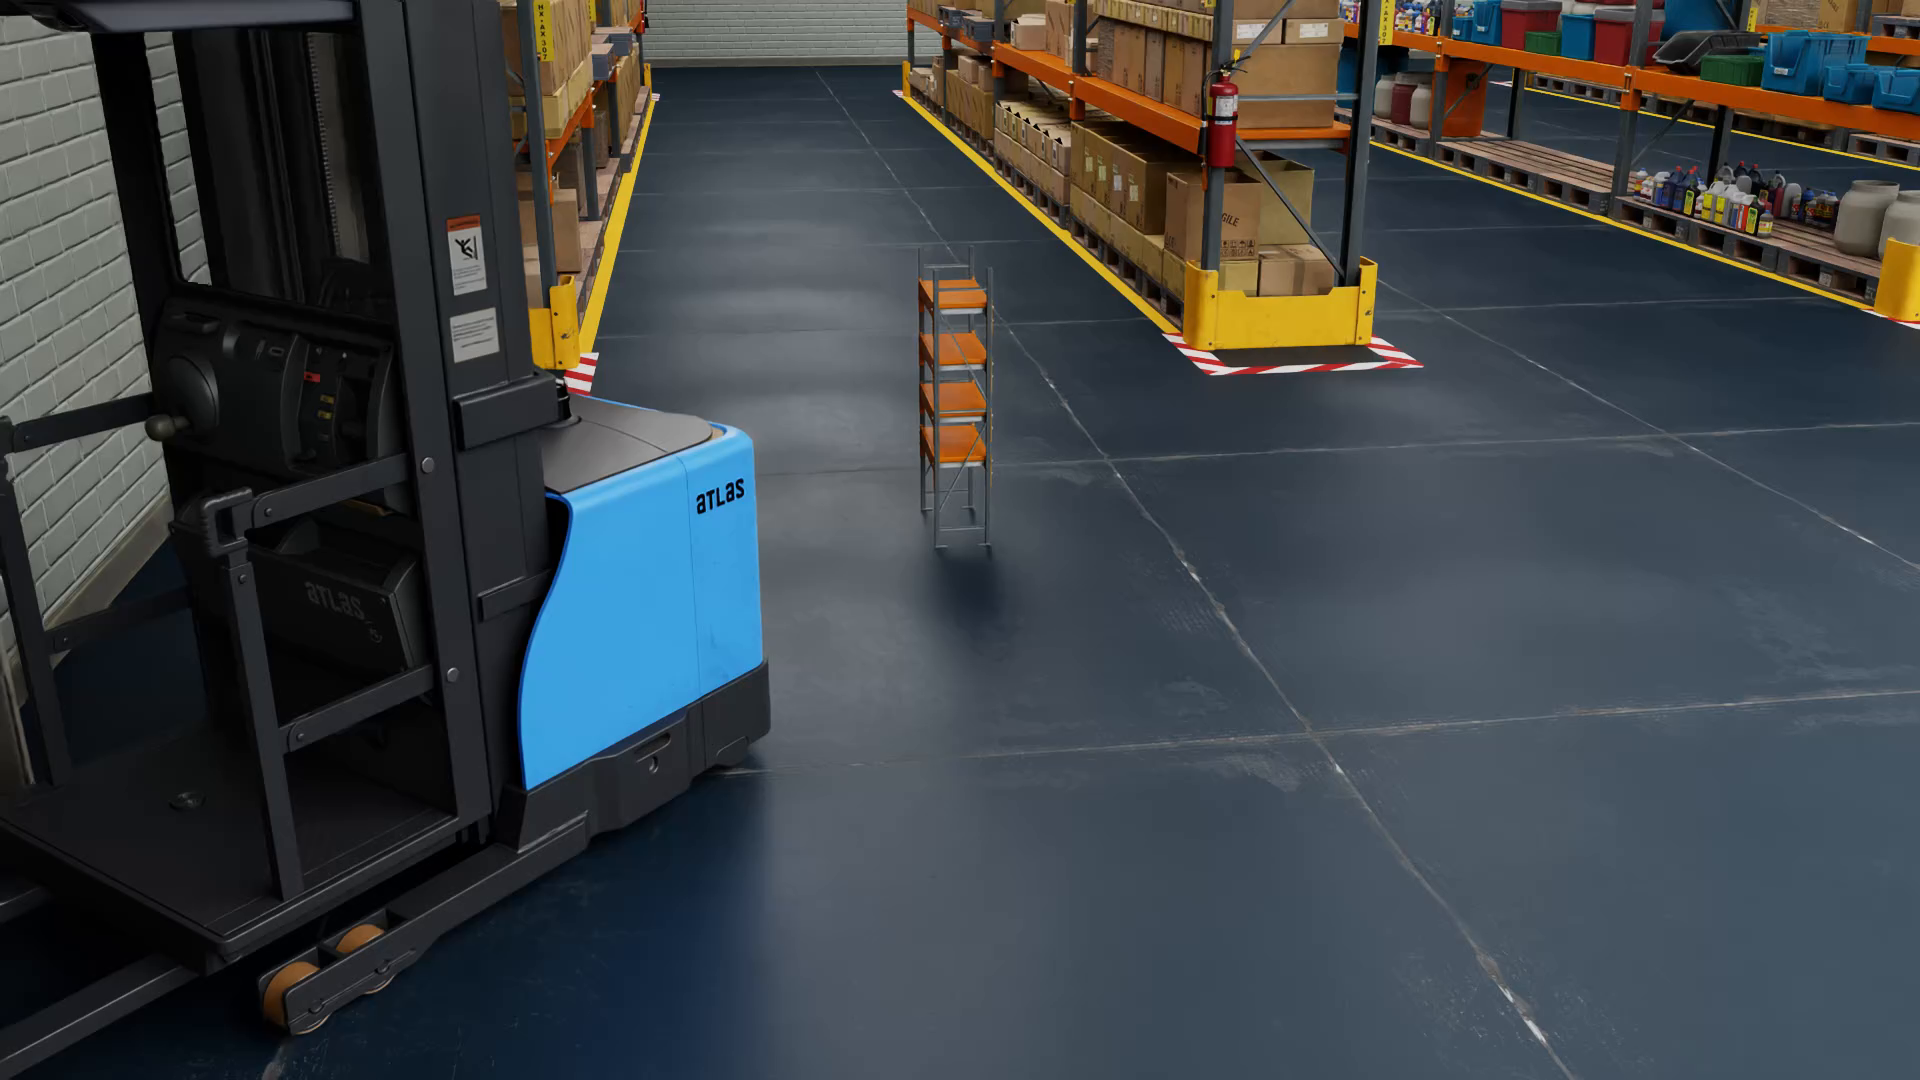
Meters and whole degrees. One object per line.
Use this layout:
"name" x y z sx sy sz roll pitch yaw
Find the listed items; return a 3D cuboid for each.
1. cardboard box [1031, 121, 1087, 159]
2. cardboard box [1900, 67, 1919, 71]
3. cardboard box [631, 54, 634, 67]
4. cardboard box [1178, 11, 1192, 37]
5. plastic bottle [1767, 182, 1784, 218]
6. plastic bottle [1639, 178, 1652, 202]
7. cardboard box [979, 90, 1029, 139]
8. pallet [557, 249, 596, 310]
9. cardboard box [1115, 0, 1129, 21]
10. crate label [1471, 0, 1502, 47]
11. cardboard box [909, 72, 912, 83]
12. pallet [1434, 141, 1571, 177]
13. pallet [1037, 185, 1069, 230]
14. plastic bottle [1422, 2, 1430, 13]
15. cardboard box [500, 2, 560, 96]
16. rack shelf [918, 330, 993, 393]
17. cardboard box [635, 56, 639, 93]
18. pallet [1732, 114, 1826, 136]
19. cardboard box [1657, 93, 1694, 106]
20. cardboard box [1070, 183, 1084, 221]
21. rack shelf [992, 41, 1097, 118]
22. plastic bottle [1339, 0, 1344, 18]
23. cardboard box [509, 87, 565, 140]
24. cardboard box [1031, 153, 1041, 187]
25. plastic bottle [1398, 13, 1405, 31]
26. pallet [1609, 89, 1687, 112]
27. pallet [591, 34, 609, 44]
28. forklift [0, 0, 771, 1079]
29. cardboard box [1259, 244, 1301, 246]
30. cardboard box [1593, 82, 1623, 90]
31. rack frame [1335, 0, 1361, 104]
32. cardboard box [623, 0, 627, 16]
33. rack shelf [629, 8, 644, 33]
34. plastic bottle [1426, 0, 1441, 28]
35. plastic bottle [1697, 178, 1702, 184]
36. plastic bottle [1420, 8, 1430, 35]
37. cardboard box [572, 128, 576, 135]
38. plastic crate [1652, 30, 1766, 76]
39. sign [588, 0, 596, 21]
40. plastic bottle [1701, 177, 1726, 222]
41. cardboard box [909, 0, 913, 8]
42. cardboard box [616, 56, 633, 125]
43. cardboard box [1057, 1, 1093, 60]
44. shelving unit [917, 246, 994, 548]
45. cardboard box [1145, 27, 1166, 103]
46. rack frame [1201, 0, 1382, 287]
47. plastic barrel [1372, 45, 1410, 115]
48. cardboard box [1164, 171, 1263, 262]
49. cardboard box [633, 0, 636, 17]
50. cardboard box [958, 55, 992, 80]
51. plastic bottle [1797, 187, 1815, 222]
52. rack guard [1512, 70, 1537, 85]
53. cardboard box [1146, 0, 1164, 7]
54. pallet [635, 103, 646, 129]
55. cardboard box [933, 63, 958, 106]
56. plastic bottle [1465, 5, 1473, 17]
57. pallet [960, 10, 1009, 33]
"cardboard box" 0.948 -3.719 15.415 0.500 0.311 0.500 -3 21 -8
"cardboard box" 10.794 -5.109 18.479 0.500 0.250 0.500 -2 21 -6
"cardboard box" -4.489 -6.310 21.868 0.380 0.149 0.250 -2 21 -6
"cardboard box" 1.663 -3.424 11.027 0.380 0.149 0.250 -3 21 -7
"plastic bottle" 6.709 -2.803 13.687 0.061 0.283 0.133 -3 21 -8
"plastic bottle" 5.969 -3.046 14.454 0.097 0.201 0.097 0 20 0
"cardboard box" 0.497 -4.802 18.729 0.500 0.500 0.500 -2 21 -6
"pallet" -3.150 -1.858 11.889 1.003 0.211 1.213 -3 21 -8
"cardboard box" 1.402 -4.051 12.704 0.380 0.149 0.250 -3 21 -8
"crate label" 5.642 -5.362 17.235 0.502 0.435 0.616 -3 21 -8
"cardboard box" -0.569 -6.933 24.936 0.380 0.149 0.250 -3 21 -8
"pallet" 5.839 -4.126 17.963 1.003 0.211 1.213 -3 21 -8
"pallet" 1.296 -3.016 14.990 1.003 0.211 1.213 -3 21 -8
"plastic bottle" 5.744 -6.482 20.460 0.152 0.276 0.135 -3 21 -8
"cardboard box" -2.656 -2.904 9.819 0.500 0.500 0.500 -3 21 -8
"rack shelf" -0.024 -0.766 7.105 0.258 0.148 0.480 -3 21 -8
"cardboard box" -4.919 -6.588 23.541 0.700 0.500 0.500 -3 21 -8
"pallet" 10.456 -5.345 21.225 1.003 0.211 1.213 -3 21 -8
"cardboard box" 10.203 -6.319 22.283 1.225 0.875 0.875 -3 21 -8
"cardboard box" 1.207 -2.802 13.762 0.500 0.250 0.500 -3 21 -8
"rack shelf" 1.152 -4.425 15.805 1.077 0.370 4.000 -3 21 -8
"plastic bottle" 4.888 -6.760 21.213 0.097 0.271 0.097 0 20 0
"cardboard box" -2.640 -2.558 9.962 0.500 0.250 0.500 -4 21 -9
"cardboard box" 0.948 -3.459 15.521 0.500 0.250 0.500 -2 21 -7
"plastic bottle" 5.170 -6.051 19.415 0.097 0.201 0.097 0 20 0
"pallet" 10.058 -6.299 23.779 1.003 0.211 1.213 -3 21 -8
"pallet" -3.712 -4.430 15.065 1.003 0.211 1.213 -3 21 -8
"forklift" -1.851 -0.369 4.016 1.130 2.935 3.031 13 24 31
"cardboard box" 2.084 -1.963 11.515 0.500 0.250 0.500 -3 21 -8
"cardboard box" 9.945 -7.083 24.330 0.875 0.875 0.875 -3 21 -8
"rack frame" 5.189 -7.088 21.906 1.000 3.000 0.127 -3 21 -8
"cardboard box" -4.215 -6.461 19.630 0.500 0.500 0.500 -3 21 -7
"rack shelf" -4.902 -6.944 22.548 1.077 0.370 4.000 -3 21 -8
"plastic bottle" 5.673 -6.327 19.941 0.144 0.351 0.185 -3 21 -8
"plastic bottle" 6.189 -2.902 13.968 0.097 0.271 0.097 0 20 0
"plastic bottle" 5.252 -5.847 18.750 0.061 0.283 0.133 -3 21 -8
"cardboard box" -3.729 -3.791 14.951 0.500 0.250 0.500 -4 21 -9
"plastic crate" 6.292 -4.101 13.999 0.767 0.338 0.504 -3 21 -8
"sign" -2.925 -4.254 13.081 0.100 0.325 0.005 -3 21 -8
"plastic bottle" 6.137 -2.770 13.503 0.144 0.351 0.185 -3 21 -8
"cardboard box" -0.486 -8.104 24.484 0.500 0.500 0.500 -2 21 -7
"cardboard box" -4.261 -5.252 19.463 0.750 0.750 0.750 -2 21 -6
"cardboard box" 1.198 -4.739 15.474 0.500 0.500 0.500 -3 21 -8
"shelving unit" -0.024 -0.619 7.160 0.258 1.200 0.503 -3 21 -8
"cardboard box" 1.737 -3.430 11.969 0.700 0.500 0.500 -2 21 -6
"rack frame" 2.017 -2.685 10.117 1.000 3.000 0.127 -3 21 -8
"plastic barrel" 5.353 -5.867 21.037 0.600 0.901 0.708 -3 21 -8
"cardboard box" 1.645 -2.115 10.850 0.500 0.500 0.500 -3 21 -8
"cardboard box" -4.891 -7.422 22.372 0.980 0.700 0.700 -4 21 -10
"cardboard box" 0.260 -5.700 20.062 0.500 0.250 0.500 -3 21 -8
"plastic bottle" 6.873 -2.728 13.504 0.097 0.271 0.097 0 20 0
"rack guard" 9.511 -7.560 26.743 1.175 0.500 0.348 -3 21 -8
"cardboard box" 1.728 -4.049 11.774 0.700 0.500 0.500 -3 21 -8
"pallet" -4.646 -5.549 21.772 1.003 0.211 1.213 -3 21 -8
"cardboard box" -0.076 -6.057 22.091 0.500 0.500 0.500 -3 21 -8
"plastic bottle" 5.949 -6.103 19.437 0.061 0.283 0.133 -3 21 -8
"pallet" 0.579 -6.038 19.369 1.003 0.211 1.213 -3 21 -8
